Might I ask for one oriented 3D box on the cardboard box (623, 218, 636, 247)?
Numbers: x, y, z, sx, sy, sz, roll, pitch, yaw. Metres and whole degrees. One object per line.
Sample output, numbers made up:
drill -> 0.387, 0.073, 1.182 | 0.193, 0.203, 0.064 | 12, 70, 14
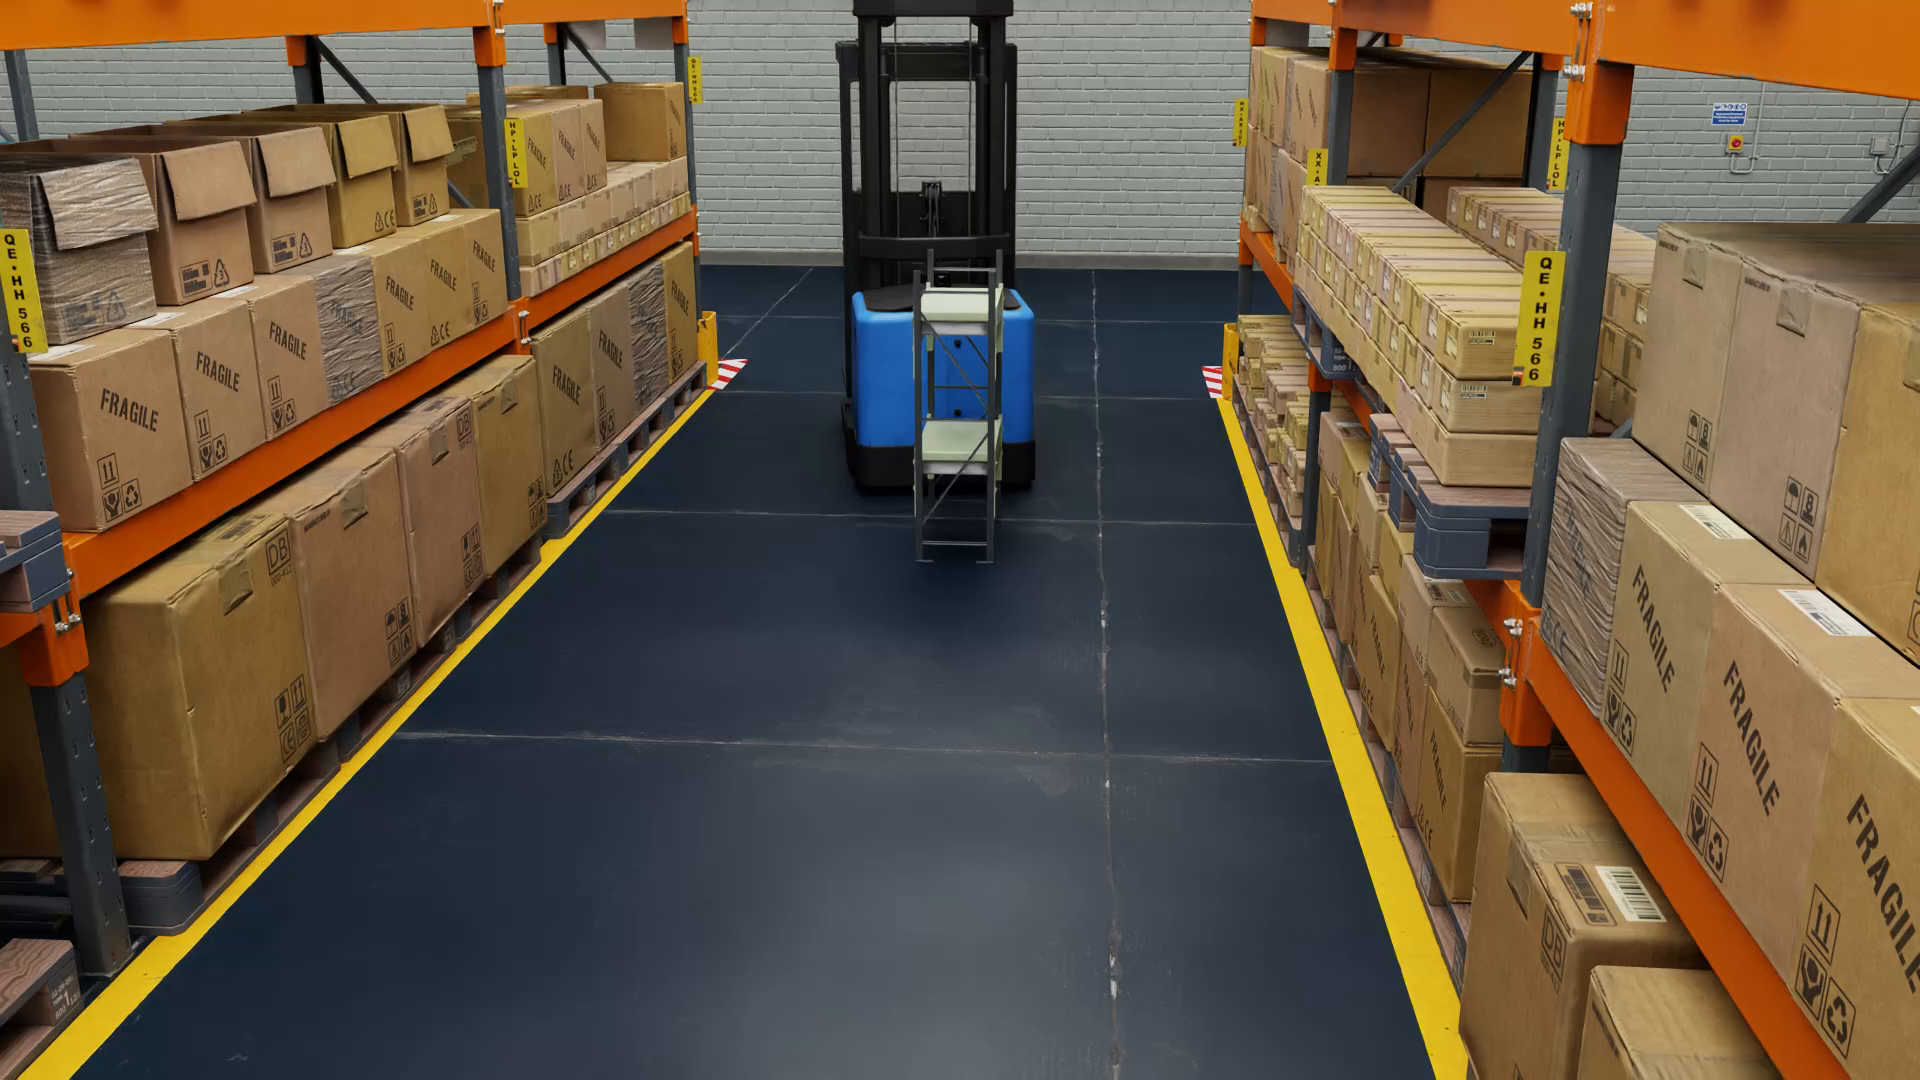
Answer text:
cardboard box -> -2.242, -1.921, 10.371 | 0.380, 0.149, 0.250 | 2, 18, 5

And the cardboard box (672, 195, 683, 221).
cardboard box -> -2.149, -2.315, 11.573 | 0.380, 0.149, 0.250 | 1, 18, 4

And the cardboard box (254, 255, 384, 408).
cardboard box -> -2.597, -0.815, 6.433 | 0.500, 0.500, 0.500 | 1, 18, 4

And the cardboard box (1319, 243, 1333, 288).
cardboard box -> 1.678, -1.116, 6.764 | 0.380, 0.149, 0.250 | 1, 18, 2

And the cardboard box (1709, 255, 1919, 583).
cardboard box -> 1.854, -0.232, 3.048 | 0.700, 0.500, 0.500 | 1, 18, 3

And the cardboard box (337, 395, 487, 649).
cardboard box -> -2.811, -0.103, 7.159 | 1.225, 0.875, 0.875 | 1, 18, 2

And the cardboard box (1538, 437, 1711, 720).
cardboard box -> 1.630, 0.080, 3.701 | 0.500, 0.500, 0.500 | 1, 18, 5

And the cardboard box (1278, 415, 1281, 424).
cardboard box -> 2.086, -0.745, 9.807 | 0.380, 0.149, 0.250 | 0, 18, 1

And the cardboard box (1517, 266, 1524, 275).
cardboard box -> 2.295, -0.932, 6.202 | 0.380, 0.149, 0.250 | 1, 18, 4

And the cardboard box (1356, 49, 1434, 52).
cardboard box -> 2.684, -2.850, 10.558 | 0.500, 0.500, 0.500 | 1, 18, 2

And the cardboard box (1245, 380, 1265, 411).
cardboard box -> 2.072, -0.942, 10.886 | 0.380, 0.149, 0.250 | 2, 18, 5

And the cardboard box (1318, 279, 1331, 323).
cardboard box -> 1.676, -0.975, 6.809 | 0.380, 0.149, 0.250 | 1, 18, 4

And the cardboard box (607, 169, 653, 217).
cardboard box -> -2.279, -2.231, 10.677 | 0.500, 0.250, 0.500 | 1, 18, 2

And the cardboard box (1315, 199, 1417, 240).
cardboard box -> 1.696, -1.333, 6.947 | 0.380, 0.149, 0.250 | 1, 18, 4

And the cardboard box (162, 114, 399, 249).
cardboard box -> -2.820, -1.503, 6.921 | 0.797, 0.503, 0.637 | 1, 18, 5

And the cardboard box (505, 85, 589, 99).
cardboard box -> -2.775, -2.761, 11.090 | 0.500, 0.500, 0.500 | 1, 18, 3

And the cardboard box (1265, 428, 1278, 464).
cardboard box -> 1.980, -0.544, 9.670 | 0.380, 0.149, 0.250 | 1, 18, 4

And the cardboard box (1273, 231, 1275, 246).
cardboard box -> 2.133, -1.872, 10.223 | 0.380, 0.149, 0.250 | 1, 18, 3

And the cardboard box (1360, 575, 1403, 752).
cardboard box -> 1.780, 0.446, 6.083 | 0.500, 0.500, 0.500 | 0, 18, 1

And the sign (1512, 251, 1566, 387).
sign -> 1.389, -0.528, 3.984 | 0.100, 0.325, 0.005 | 1, 18, 4

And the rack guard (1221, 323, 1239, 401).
rack guard -> 2.499, -1.279, 12.024 | 1.175, 0.500, 0.348 | 1, 18, 4

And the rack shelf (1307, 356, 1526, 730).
rack shelf -> 2.075, -0.285, 6.132 | 1.077, 0.370, 4.000 | 1, 18, 4

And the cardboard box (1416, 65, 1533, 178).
cardboard box -> 2.493, -2.047, 8.109 | 0.500, 0.500, 0.500 | 2, 18, 5

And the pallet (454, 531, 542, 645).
pallet -> -2.702, 0.176, 8.047 | 1.003, 0.211, 1.213 | 1, 18, 4

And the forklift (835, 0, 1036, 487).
forklift -> -0.219, -2.115, 10.670 | 1.130, 2.935, 3.031 | -2, 18, -5

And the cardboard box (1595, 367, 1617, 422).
cardboard box -> 2.221, -0.472, 5.274 | 0.380, 0.149, 0.250 | 2, 18, 6

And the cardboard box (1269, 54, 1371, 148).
cardboard box -> 2.085, -2.545, 9.628 | 0.500, 0.500, 0.500 | 1, 18, 2

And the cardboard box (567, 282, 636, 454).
cardboard box -> -2.530, -1.063, 10.088 | 0.875, 0.875, 0.875 | 1, 18, 4

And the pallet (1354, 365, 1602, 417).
pallet -> 2.032, -0.531, 6.033 | 1.003, 0.211, 1.213 | 1, 18, 4

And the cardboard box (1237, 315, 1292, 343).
cardboard box -> 2.128, -1.463, 11.519 | 0.380, 0.149, 0.250 | 0, 18, 1

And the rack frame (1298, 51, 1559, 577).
rack frame -> 2.218, -1.248, 7.915 | 1.000, 3.000, 0.127 | 1, 18, 4

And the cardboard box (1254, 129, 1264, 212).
cardboard box -> 2.184, -2.379, 10.729 | 0.500, 0.500, 0.500 | 1, 18, 4

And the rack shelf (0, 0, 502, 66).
rack shelf -> -2.865, -1.853, 6.098 | 1.077, 0.370, 4.000 | 1, 18, 4

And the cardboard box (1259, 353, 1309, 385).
cardboard box -> 2.054, -1.054, 10.270 | 0.380, 0.149, 0.250 | 2, 18, 5

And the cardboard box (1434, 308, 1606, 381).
cardboard box -> 1.509, -0.531, 4.501 | 0.380, 0.149, 0.250 | 1, 18, 2

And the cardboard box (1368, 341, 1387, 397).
cardboard box -> 1.585, -0.568, 5.567 | 0.380, 0.149, 0.250 | 0, 18, 1

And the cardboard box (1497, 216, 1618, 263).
cardboard box -> 2.305, -1.161, 6.421 | 0.380, 0.149, 0.250 | 1, 18, 2

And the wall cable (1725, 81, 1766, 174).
wall cable -> 7.830, -4.661, 16.648 | 0.585, 1.953, 0.123 | 1, 18, 4

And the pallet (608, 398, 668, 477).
pallet -> -2.505, -0.680, 10.658 | 1.003, 0.211, 1.213 | 1, 18, 4

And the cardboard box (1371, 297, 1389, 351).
cardboard box -> 1.585, -0.711, 5.526 | 0.380, 0.149, 0.250 | 1, 18, 4

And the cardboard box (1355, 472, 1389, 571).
cardboard box -> 1.825, -0.069, 6.452 | 0.500, 0.250, 0.500 | 2, 18, 6

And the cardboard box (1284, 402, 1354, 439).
cardboard box -> 1.973, -0.650, 9.037 | 0.380, 0.149, 0.250 | 1, 18, 3

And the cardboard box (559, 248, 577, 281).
cardboard box -> -2.332, -1.519, 9.145 | 0.380, 0.149, 0.250 | 2, 18, 6

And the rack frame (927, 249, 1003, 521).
rack frame -> 0.026, -0.824, 9.030 | 0.400, 1.500, 0.023 | 1, 18, 4

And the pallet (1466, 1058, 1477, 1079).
pallet -> 1.799, 1.562, 3.816 | 1.003, 0.211, 1.213 | 1, 18, 4

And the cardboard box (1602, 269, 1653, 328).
cardboard box -> 2.216, -0.750, 5.168 | 0.380, 0.149, 0.250 | 1, 18, 2

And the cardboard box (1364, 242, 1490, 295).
cardboard box -> 1.604, -0.933, 5.726 | 0.380, 0.149, 0.250 | 2, 18, 7

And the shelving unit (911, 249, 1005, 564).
shelving unit -> 0.000, -0.711, 8.683 | 0.431, 1.500, 0.755 | 1, 18, 4

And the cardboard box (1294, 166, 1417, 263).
cardboard box -> 1.971, -1.594, 8.331 | 0.500, 0.500, 0.500 | 1, 18, 4

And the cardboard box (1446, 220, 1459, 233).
cardboard box -> 2.386, -1.342, 7.452 | 0.380, 0.149, 0.250 | 2, 18, 6

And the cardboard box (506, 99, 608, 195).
cardboard box -> -2.357, -2.274, 9.606 | 0.500, 0.500, 0.500 | 1, 18, 2
